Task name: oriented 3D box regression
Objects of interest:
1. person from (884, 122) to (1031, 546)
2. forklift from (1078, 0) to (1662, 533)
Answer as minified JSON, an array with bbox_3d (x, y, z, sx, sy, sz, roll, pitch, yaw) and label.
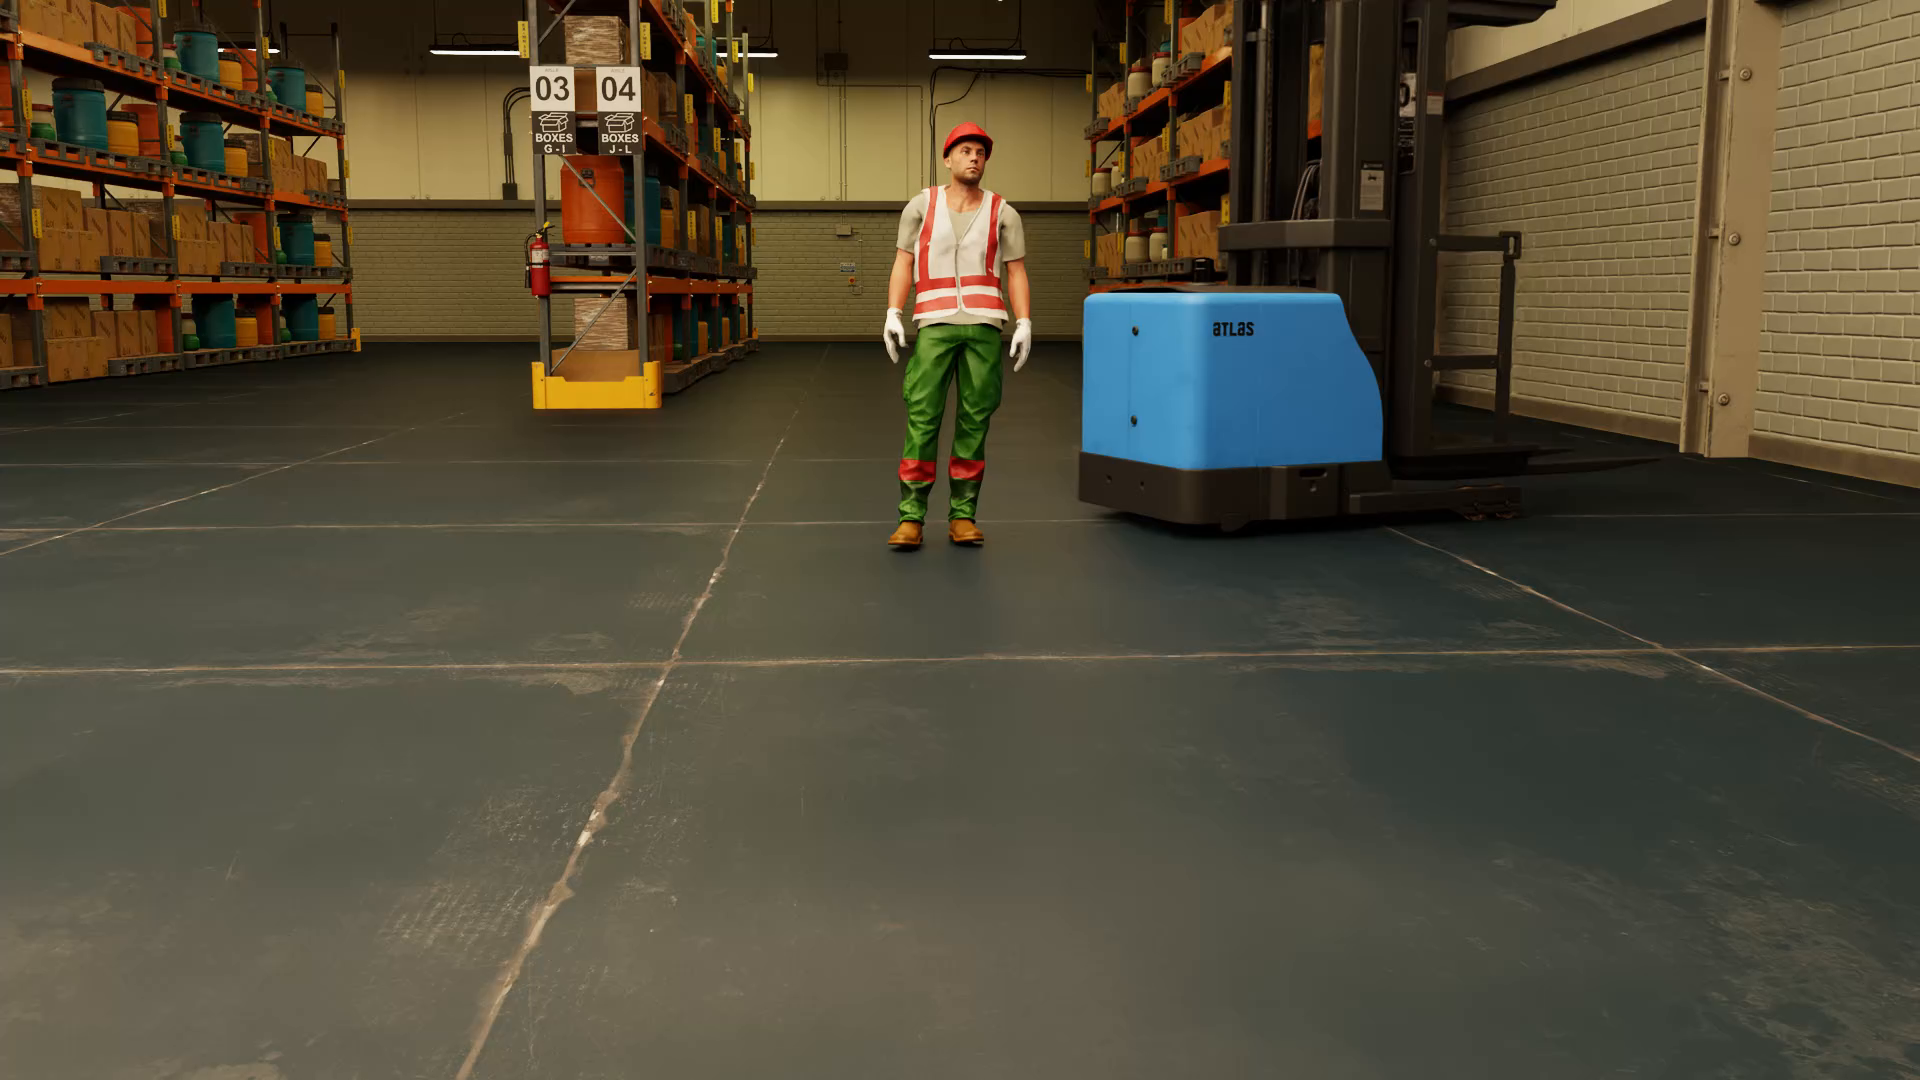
[{"bbox_3d":[-0.006,-0.880,7.097,0.638,1.790,0.561,-1,8,-4],"label":"person"},{"bbox_3d":[2.139,-1.604,8.133,3.031,2.935,1.130,-4,9,-25],"label":"forklift"}]
